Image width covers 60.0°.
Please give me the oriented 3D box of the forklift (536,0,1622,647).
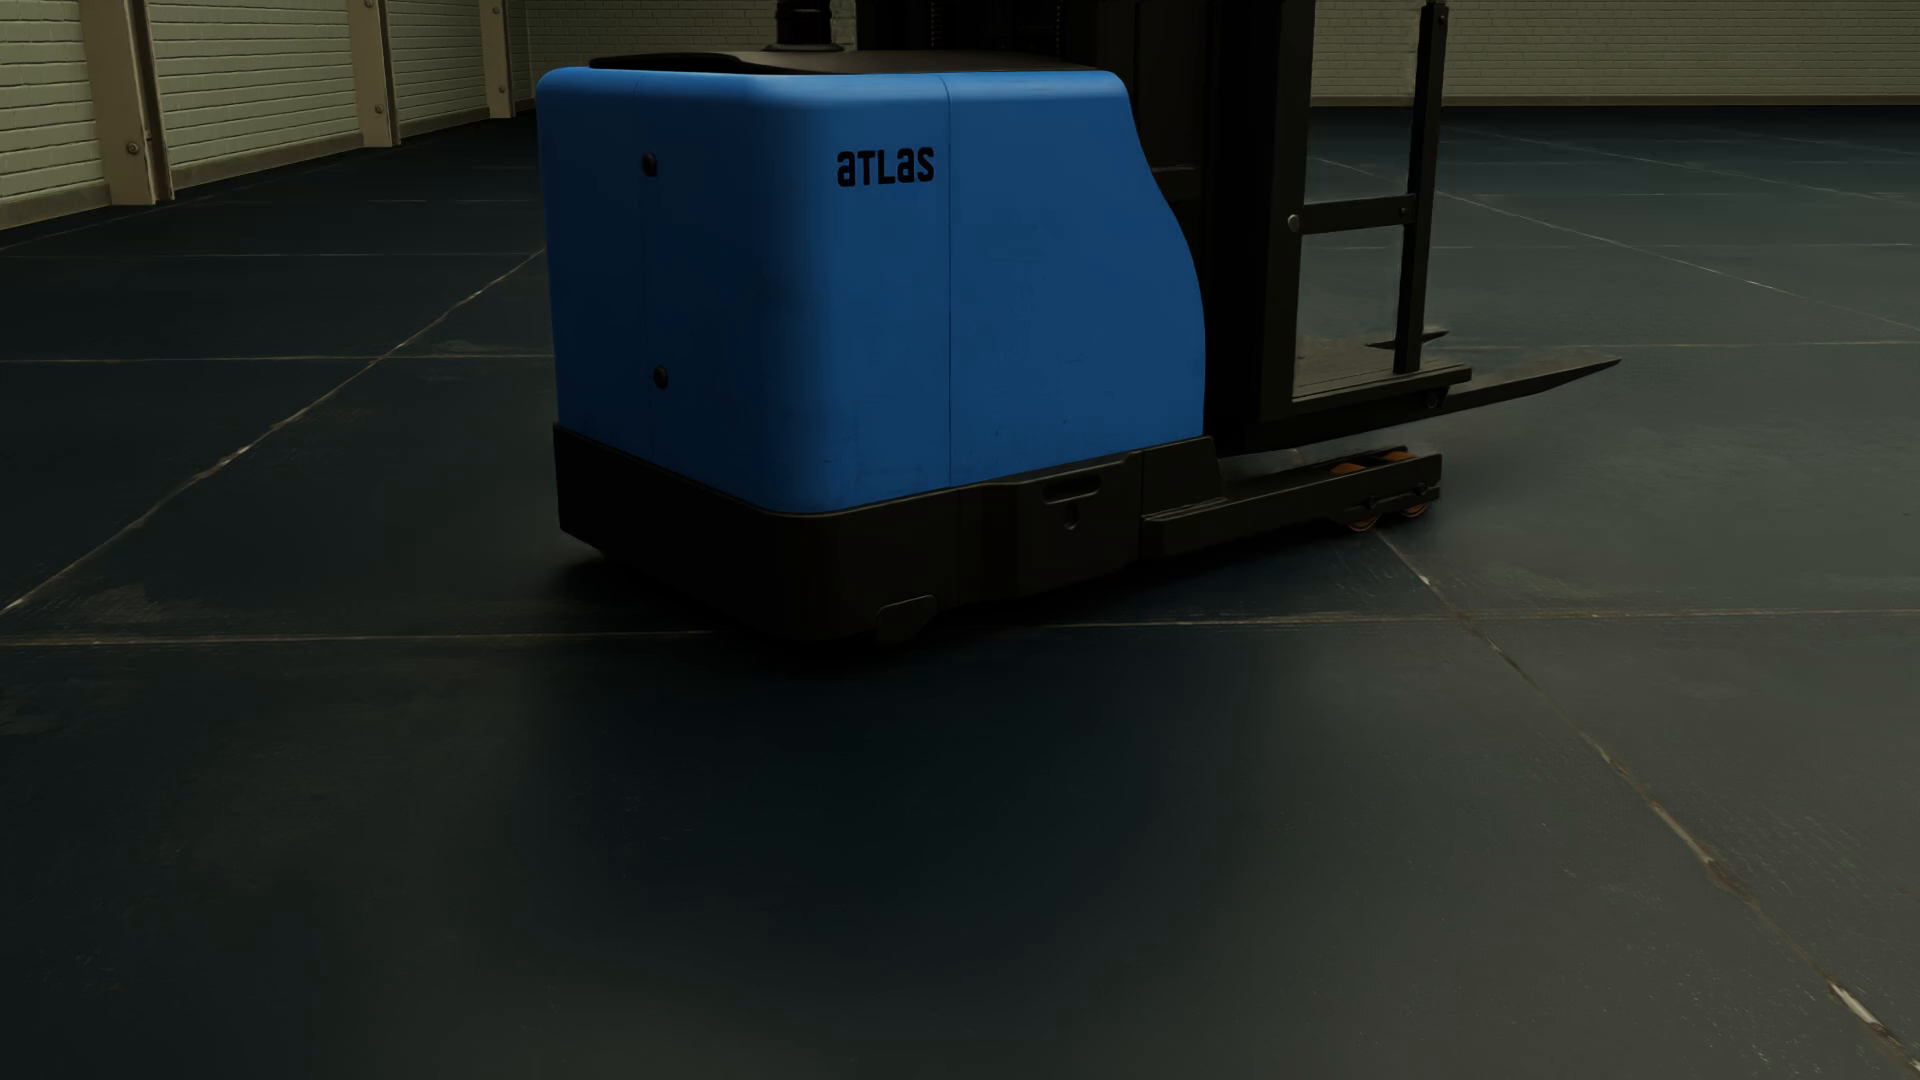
[{"bbox_3d":[0.564,-1.528,3.902,3.031,2.935,1.130,-13,21,-36],"label":"forklift"}]
